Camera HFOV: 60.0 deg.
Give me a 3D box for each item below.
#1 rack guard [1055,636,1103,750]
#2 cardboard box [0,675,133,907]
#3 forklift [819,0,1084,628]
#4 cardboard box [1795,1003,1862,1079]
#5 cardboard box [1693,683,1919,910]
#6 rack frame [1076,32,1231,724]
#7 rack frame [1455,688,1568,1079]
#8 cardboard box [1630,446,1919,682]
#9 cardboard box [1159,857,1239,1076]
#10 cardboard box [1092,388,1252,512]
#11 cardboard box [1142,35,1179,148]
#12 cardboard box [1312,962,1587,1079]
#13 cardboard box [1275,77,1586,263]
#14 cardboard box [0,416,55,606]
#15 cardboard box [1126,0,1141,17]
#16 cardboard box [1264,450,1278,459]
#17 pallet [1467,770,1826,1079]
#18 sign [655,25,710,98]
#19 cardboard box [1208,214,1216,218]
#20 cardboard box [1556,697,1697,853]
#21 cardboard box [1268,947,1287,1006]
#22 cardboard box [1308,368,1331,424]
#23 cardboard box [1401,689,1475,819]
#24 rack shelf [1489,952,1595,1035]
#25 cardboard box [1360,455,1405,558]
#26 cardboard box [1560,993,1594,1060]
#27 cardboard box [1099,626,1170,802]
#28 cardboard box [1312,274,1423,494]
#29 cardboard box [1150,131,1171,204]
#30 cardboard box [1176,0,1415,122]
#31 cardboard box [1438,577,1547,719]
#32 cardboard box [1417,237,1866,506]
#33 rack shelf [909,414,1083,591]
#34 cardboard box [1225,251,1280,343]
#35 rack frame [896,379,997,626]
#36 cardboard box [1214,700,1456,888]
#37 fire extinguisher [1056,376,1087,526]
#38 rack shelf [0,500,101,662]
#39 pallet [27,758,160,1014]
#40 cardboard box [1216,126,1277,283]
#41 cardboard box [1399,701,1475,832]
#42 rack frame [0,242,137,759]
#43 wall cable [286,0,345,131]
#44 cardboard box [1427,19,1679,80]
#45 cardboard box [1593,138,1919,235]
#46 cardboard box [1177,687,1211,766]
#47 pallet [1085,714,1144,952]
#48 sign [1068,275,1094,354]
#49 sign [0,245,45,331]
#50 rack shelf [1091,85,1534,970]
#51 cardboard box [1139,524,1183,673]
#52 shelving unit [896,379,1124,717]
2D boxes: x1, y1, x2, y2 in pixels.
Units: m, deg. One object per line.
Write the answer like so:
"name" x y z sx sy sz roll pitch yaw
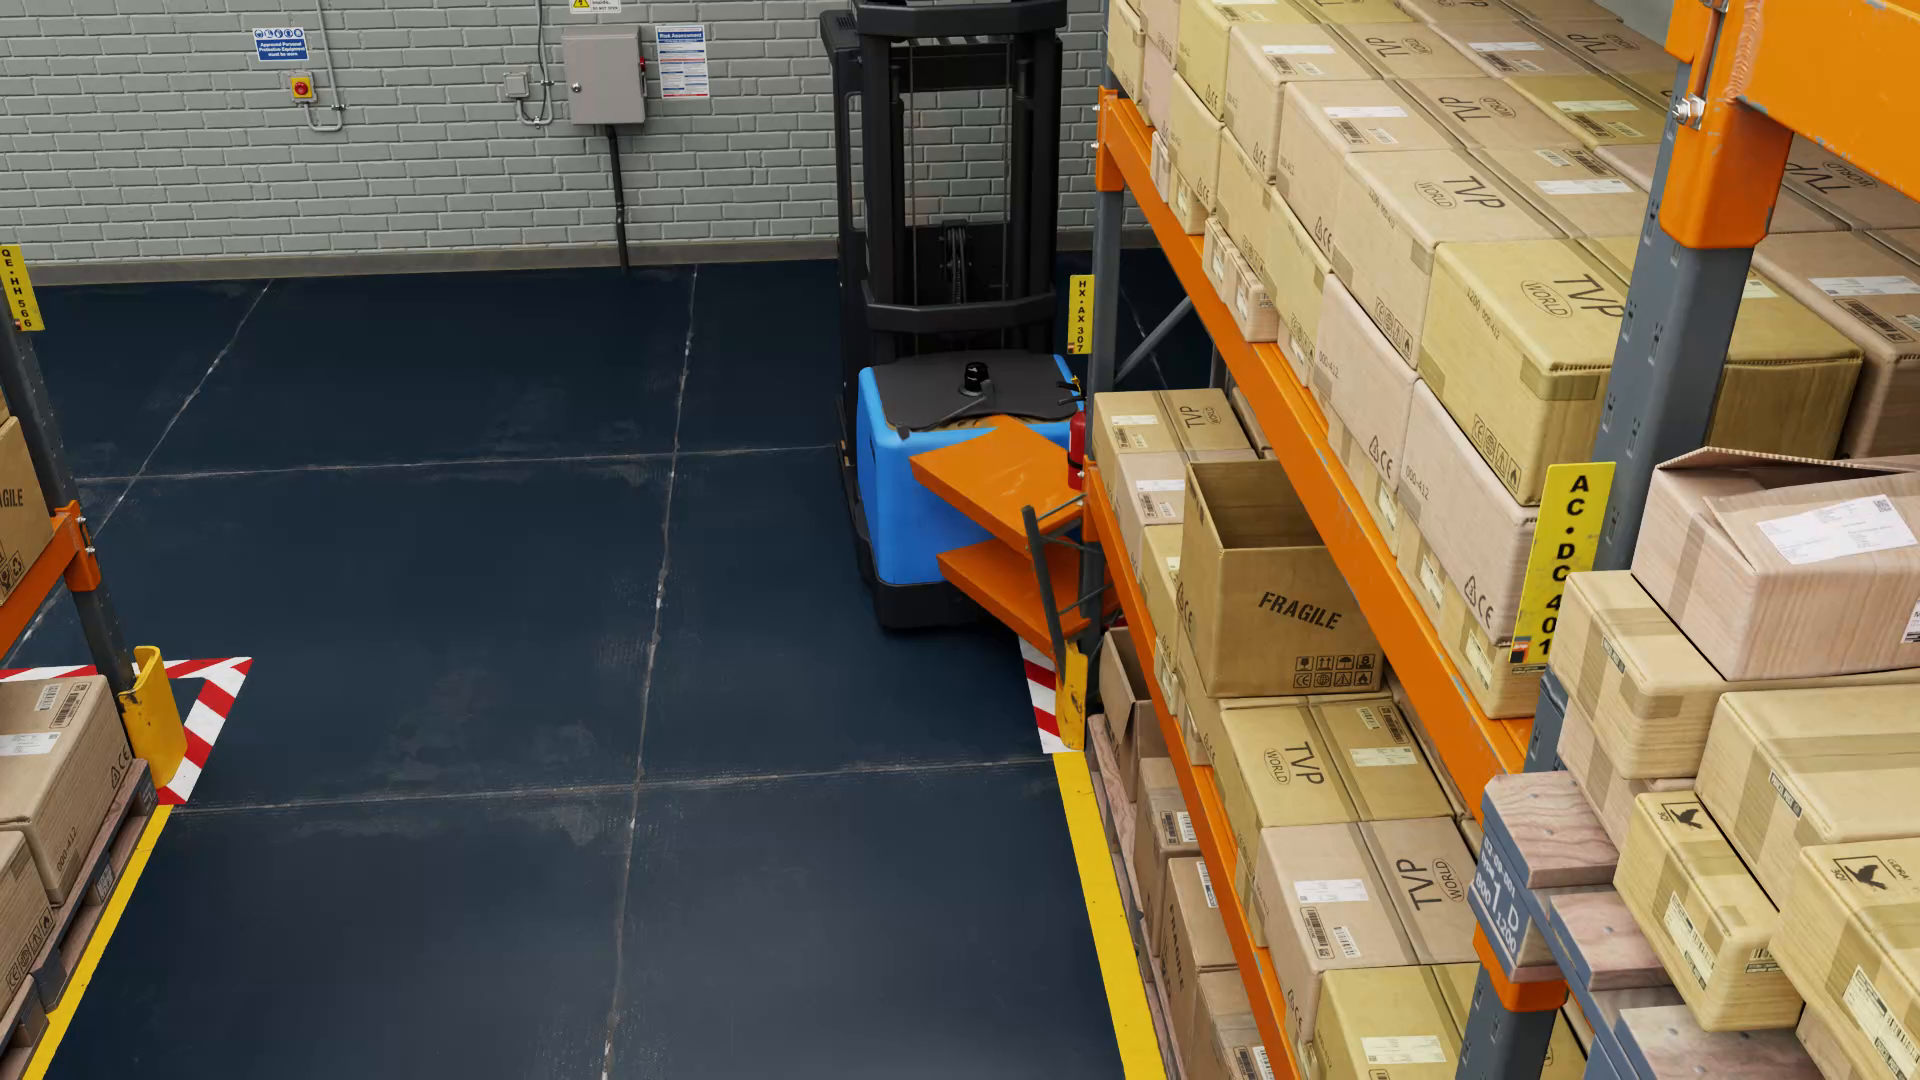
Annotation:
"rack guard" 1.019 0.586 7.281 1.175 0.500 0.348 -3 31 -5
"cardboard box" -3.769 0.966 6.297 0.875 0.438 0.875 -4 31 -6
"forklift" -0.099 -1.576 8.531 1.130 2.935 3.031 -5 31 -8
"cardboard box" 1.128 0.543 1.728 0.380 0.149 0.250 -2 31 -4
"cardboard box" 1.073 0.292 1.859 0.380 0.149 0.250 -2 31 -4
"rack frame" 1.012 -0.526 6.705 1.000 3.000 0.127 -3 31 -5
"rack frame" 1.385 1.517 3.286 1.000 3.000 0.127 -3 31 -5
"cardboard box" 1.066 -0.022 1.980 0.396 0.266 0.258 -3 31 -5
"cardboard box" 0.966 1.397 5.514 0.500 0.500 0.500 -2 31 -4
"cardboard box" 0.786 -0.344 6.258 0.500 0.250 0.500 -3 31 -4
"cardboard box" 0.849 -1.379 5.064 0.500 0.250 0.500 -2 31 -4
"cardboard box" 1.095 1.205 3.664 0.500 0.250 0.500 -2 31 -3
"cardboard box" 1.004 -0.813 3.630 0.500 0.250 0.500 -2 31 -4
"cardboard box" -3.621 -0.095 5.887 0.500 0.500 0.500 -3 31 -4
"cardboard box" 0.803 -1.853 5.370 0.500 0.250 0.500 -3 31 -5
"cardboard box" 1.366 -0.104 5.854 0.500 0.250 0.500 -3 31 -4
"pallet" 1.377 0.646 2.002 1.213 0.211 1.003 -3 31 -5
"sign" -1.902 -3.278 11.406 0.329 0.494 0.001 -3 31 -5
"cardboard box" 0.905 -0.878 4.615 0.380 0.149 0.250 -3 31 -5
"cardboard box" 1.017 0.285 2.161 0.380 0.149 0.250 -2 31 -4
"cardboard box" 1.012 1.075 4.270 0.380 0.149 0.250 -2 31 -3
"cardboard box" 1.007 -0.359 3.746 0.380 0.149 0.250 -2 31 -3
"cardboard box" 1.511 0.358 4.350 0.500 0.500 0.500 -4 31 -6
"rack shelf" 1.572 1.559 0.992 1.077 0.370 4.000 -3 31 -5
"cardboard box" 1.022 -0.095 3.305 0.380 0.149 0.250 -2 31 -3
"cardboard box" 1.608 1.187 3.693 0.500 0.250 0.500 -3 31 -5
"cardboard box" 0.975 0.683 6.707 0.797 0.503 0.637 -4 31 -7
"cardboard box" 1.032 -0.334 3.315 0.500 0.250 0.500 -4 31 -6
"cardboard box" 0.788 -1.135 5.045 0.380 0.149 0.250 -2 31 -3
"cardboard box" 0.893 -1.336 4.506 0.500 0.250 0.500 -3 31 -5
"cardboard box" 1.058 0.167 2.865 0.380 0.149 0.250 -3 31 -5
"cardboard box" 1.099 -0.295 2.763 0.500 0.250 0.500 -3 31 -4
"rack shelf" 0.249 -0.205 7.242 0.538 0.278 1.000 -28 36 -20
"cardboard box" 0.885 -0.617 4.178 0.380 0.149 0.250 -2 31 -4
"rack frame" 0.046 -0.161 7.791 0.500 1.125 0.032 -28 36 -20
"cardboard box" 1.000 0.695 4.518 0.500 0.250 0.500 -3 31 -5
"fire extinguisher" 0.538 -0.385 6.909 0.296 0.674 0.183 -3 31 -5
"rack shelf" -3.743 1.044 4.779 1.077 0.370 4.000 -3 31 -5
"pallet" -3.777 1.316 6.341 1.003 0.211 1.213 -3 31 -5
"cardboard box" 0.956 -0.854 4.185 0.500 0.250 0.500 -3 31 -5
"cardboard box" 1.508 0.668 4.562 0.500 0.250 0.500 -2 31 -4
"rack frame" -3.930 -0.286 6.304 1.000 3.000 0.127 -3 31 -5
"wall cable" -4.480 -3.613 10.853 0.585 1.953 0.123 -3 31 -5
"cardboard box" 1.458 -1.093 4.098 0.500 0.250 0.500 -3 31 -5
"cardboard box" 1.559 -0.579 3.238 0.500 0.250 0.500 -4 31 -6
"cardboard box" 0.885 0.557 5.138 0.380 0.149 0.250 -2 31 -3
"pallet" 1.094 1.117 6.674 1.003 0.211 1.213 -3 31 -5
"sign" 0.472 -0.871 6.439 0.100 0.325 0.005 -3 31 -5
"sign" -3.388 -0.904 5.978 0.100 0.325 0.005 -3 31 -5
"rack shelf" 1.199 -0.483 4.411 1.077 0.370 4.000 -3 31 -5
"cardboard box" 0.884 0.172 5.394 0.500 0.250 0.500 -3 31 -6
"shelving unit" 0.311 0.032 7.402 0.538 1.125 1.048 -28 36 -20
